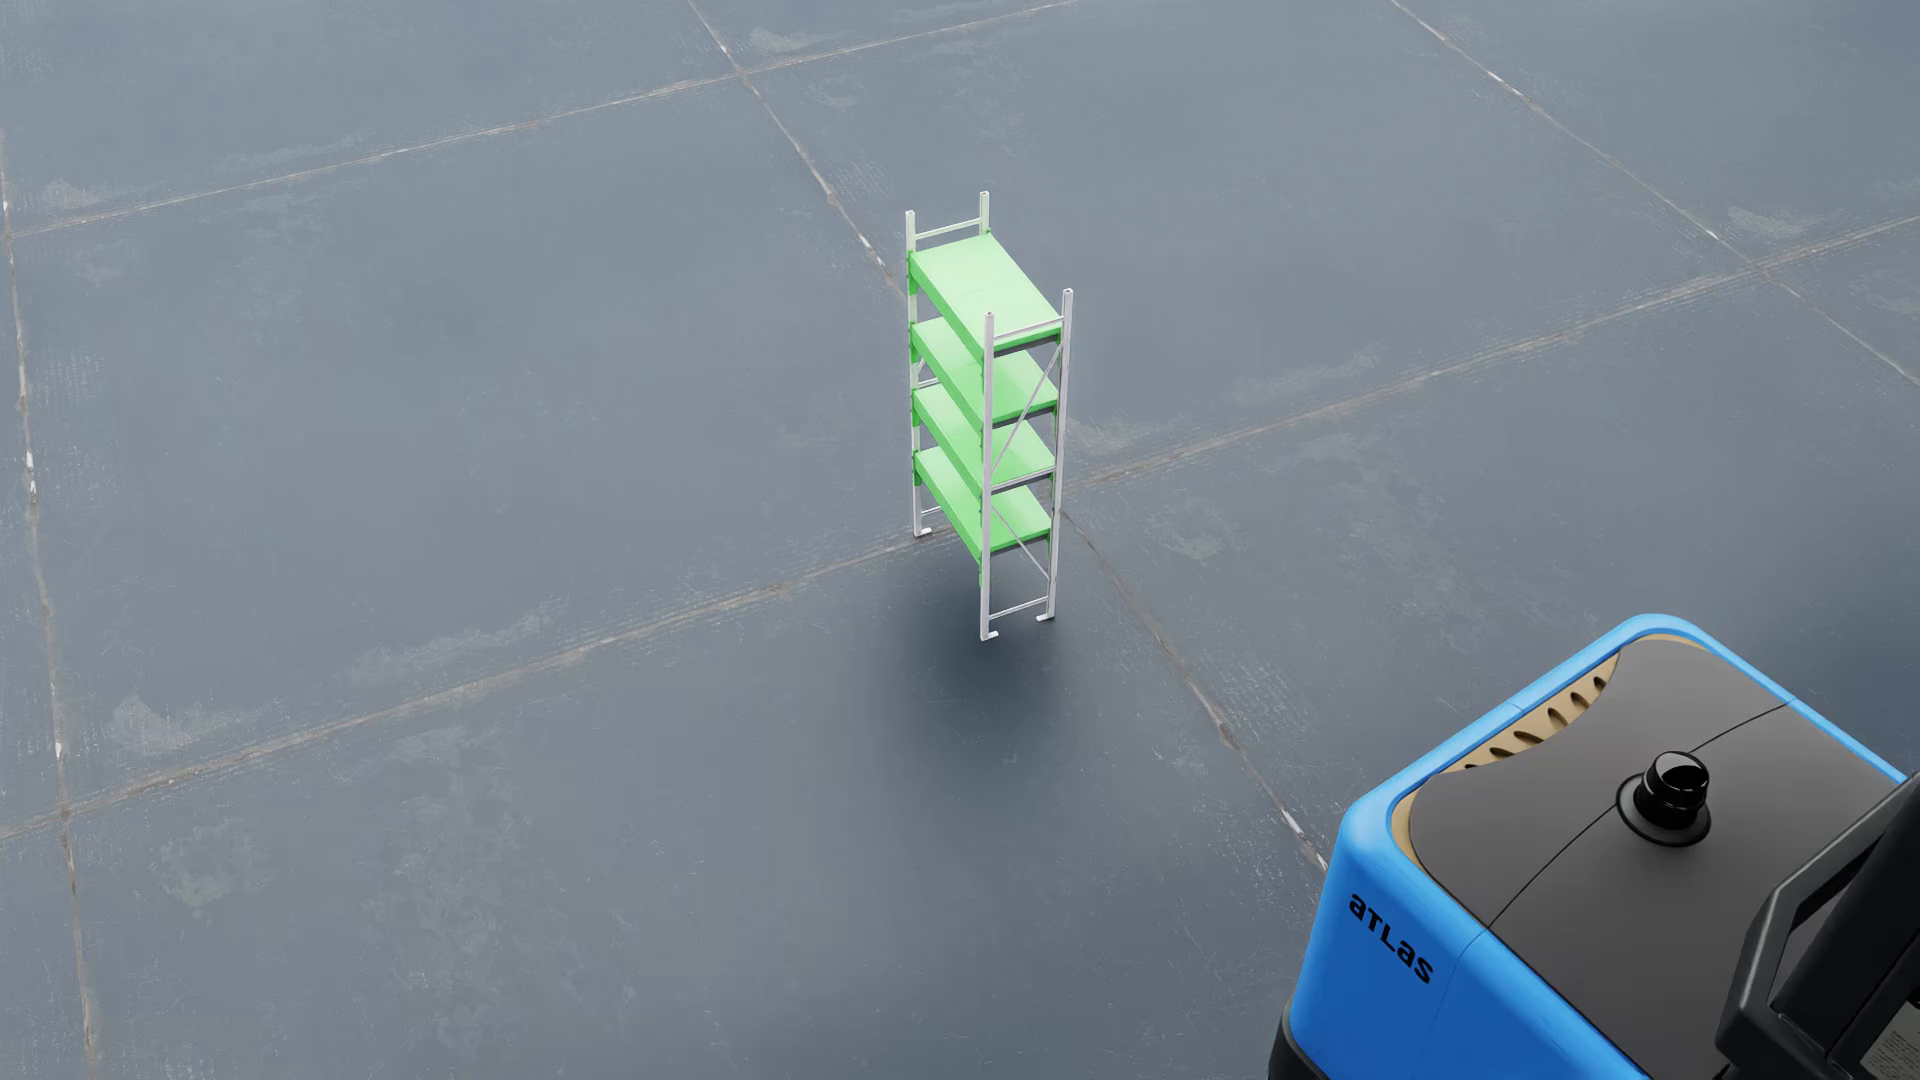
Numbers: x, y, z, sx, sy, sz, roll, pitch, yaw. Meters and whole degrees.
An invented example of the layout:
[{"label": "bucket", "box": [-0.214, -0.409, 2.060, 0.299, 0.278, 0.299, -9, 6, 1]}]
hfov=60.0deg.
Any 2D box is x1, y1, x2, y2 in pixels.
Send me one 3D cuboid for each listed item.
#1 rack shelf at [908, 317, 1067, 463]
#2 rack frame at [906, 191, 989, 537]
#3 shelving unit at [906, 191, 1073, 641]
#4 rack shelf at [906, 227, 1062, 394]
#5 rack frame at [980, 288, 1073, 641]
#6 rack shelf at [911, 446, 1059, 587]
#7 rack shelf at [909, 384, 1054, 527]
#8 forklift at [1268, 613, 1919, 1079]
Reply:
[{"label": "rack shelf", "box": [0.070, -0.447, 4.598, 0.258, 0.148, 0.480, -18, 47, -17]}, {"label": "rack frame", "box": [-0.033, -0.477, 4.879, 0.240, 1.200, 0.015, -18, 47, -17]}, {"label": "shelving unit", "box": [0.070, -0.322, 4.722, 0.258, 1.200, 0.503, -18, 47, -17]}, {"label": "rack shelf", "box": [0.070, -0.618, 4.429, 0.258, 0.148, 0.480, -18, 47, -17]}, {"label": "rack frame", "box": [0.172, -0.166, 4.564, 0.240, 1.200, 0.015, -18, 47, -17]}, {"label": "rack shelf", "box": [0.070, -0.105, 4.935, 0.258, 0.148, 0.480, -18, 47, -17]}, {"label": "rack shelf", "box": [0.070, -0.276, 4.767, 0.258, 0.148, 0.480, -18, 47, -17]}, {"label": "forklift", "box": [1.987, 0.892, 2.259, 1.130, 2.935, 3.031, -27, 51, -25]}]
